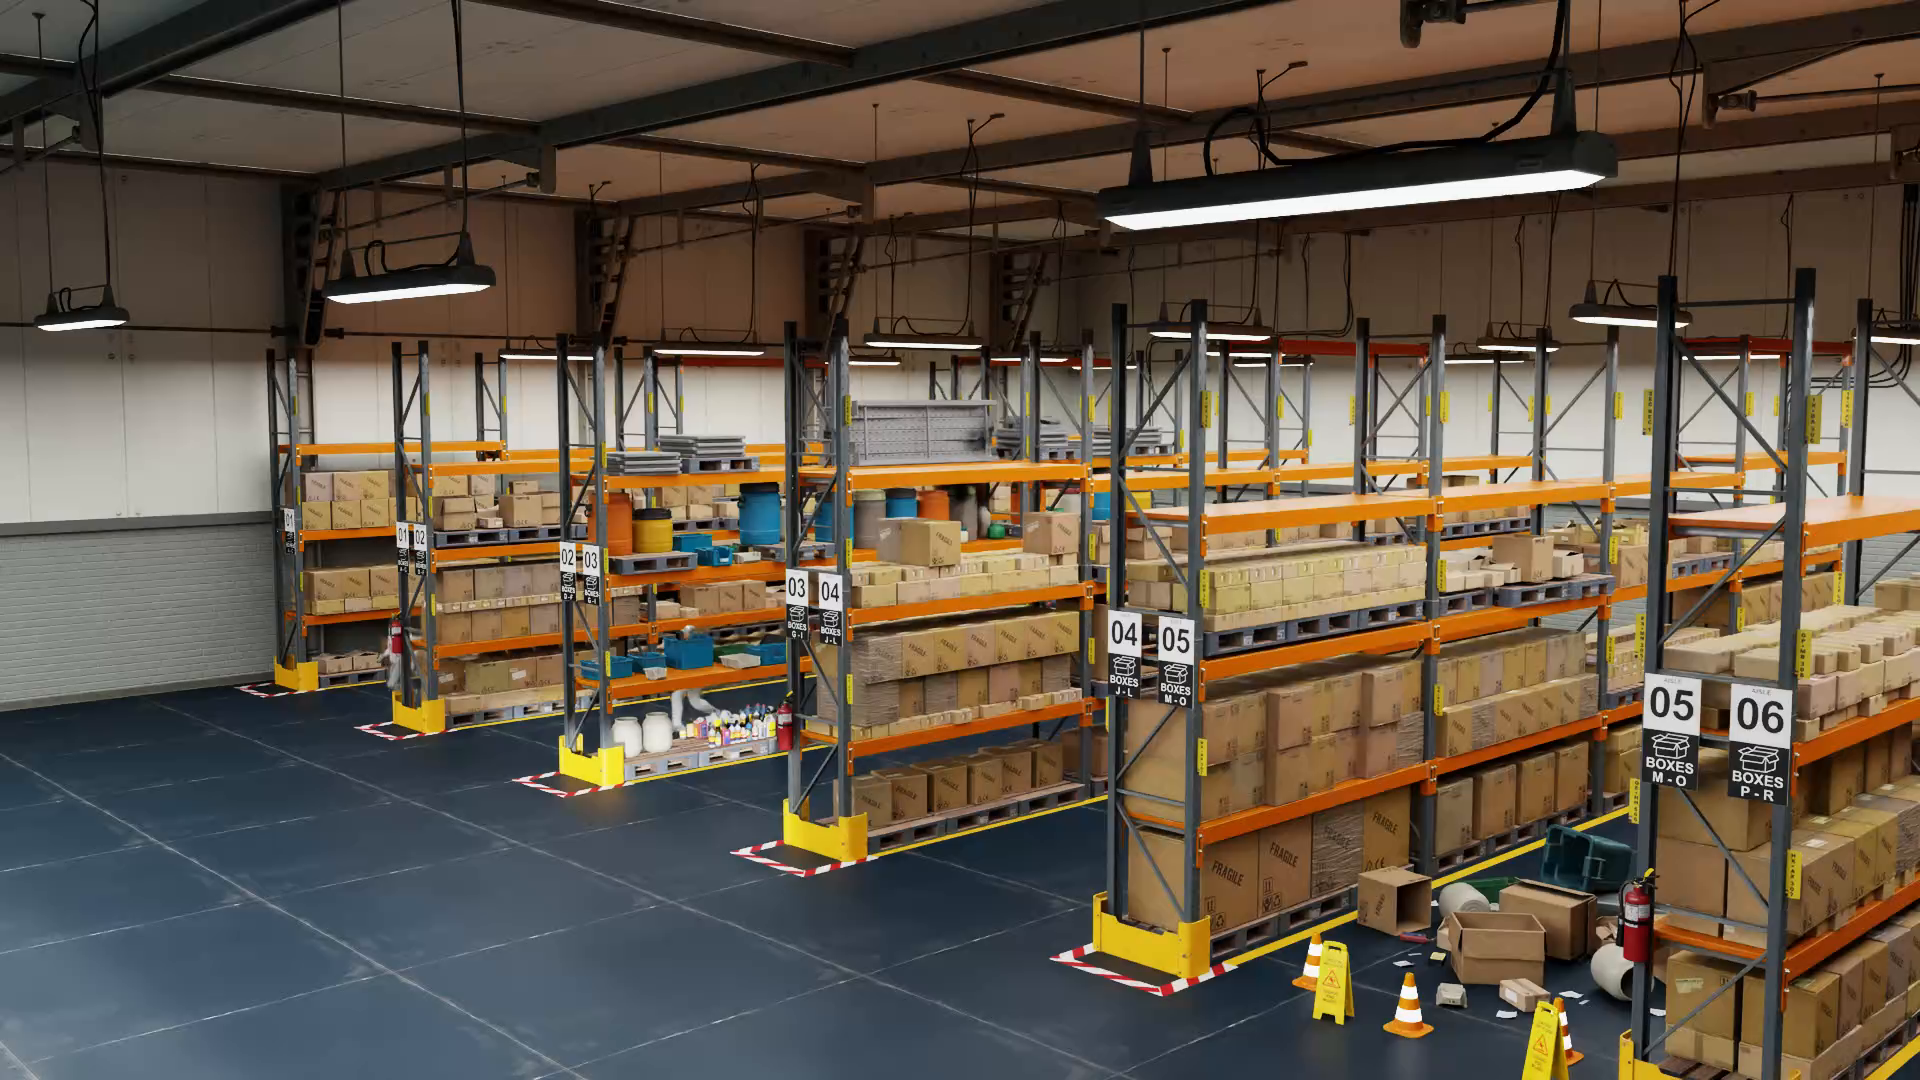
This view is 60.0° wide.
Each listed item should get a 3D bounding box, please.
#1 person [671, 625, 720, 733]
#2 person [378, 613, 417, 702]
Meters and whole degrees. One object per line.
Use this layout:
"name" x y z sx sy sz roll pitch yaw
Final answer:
"person" -4.153 2.119 25.539 0.918 1.643 0.601 -5 7 -43
"person" -9.177 2.008 27.142 0.628 1.642 0.558 5 7 44
